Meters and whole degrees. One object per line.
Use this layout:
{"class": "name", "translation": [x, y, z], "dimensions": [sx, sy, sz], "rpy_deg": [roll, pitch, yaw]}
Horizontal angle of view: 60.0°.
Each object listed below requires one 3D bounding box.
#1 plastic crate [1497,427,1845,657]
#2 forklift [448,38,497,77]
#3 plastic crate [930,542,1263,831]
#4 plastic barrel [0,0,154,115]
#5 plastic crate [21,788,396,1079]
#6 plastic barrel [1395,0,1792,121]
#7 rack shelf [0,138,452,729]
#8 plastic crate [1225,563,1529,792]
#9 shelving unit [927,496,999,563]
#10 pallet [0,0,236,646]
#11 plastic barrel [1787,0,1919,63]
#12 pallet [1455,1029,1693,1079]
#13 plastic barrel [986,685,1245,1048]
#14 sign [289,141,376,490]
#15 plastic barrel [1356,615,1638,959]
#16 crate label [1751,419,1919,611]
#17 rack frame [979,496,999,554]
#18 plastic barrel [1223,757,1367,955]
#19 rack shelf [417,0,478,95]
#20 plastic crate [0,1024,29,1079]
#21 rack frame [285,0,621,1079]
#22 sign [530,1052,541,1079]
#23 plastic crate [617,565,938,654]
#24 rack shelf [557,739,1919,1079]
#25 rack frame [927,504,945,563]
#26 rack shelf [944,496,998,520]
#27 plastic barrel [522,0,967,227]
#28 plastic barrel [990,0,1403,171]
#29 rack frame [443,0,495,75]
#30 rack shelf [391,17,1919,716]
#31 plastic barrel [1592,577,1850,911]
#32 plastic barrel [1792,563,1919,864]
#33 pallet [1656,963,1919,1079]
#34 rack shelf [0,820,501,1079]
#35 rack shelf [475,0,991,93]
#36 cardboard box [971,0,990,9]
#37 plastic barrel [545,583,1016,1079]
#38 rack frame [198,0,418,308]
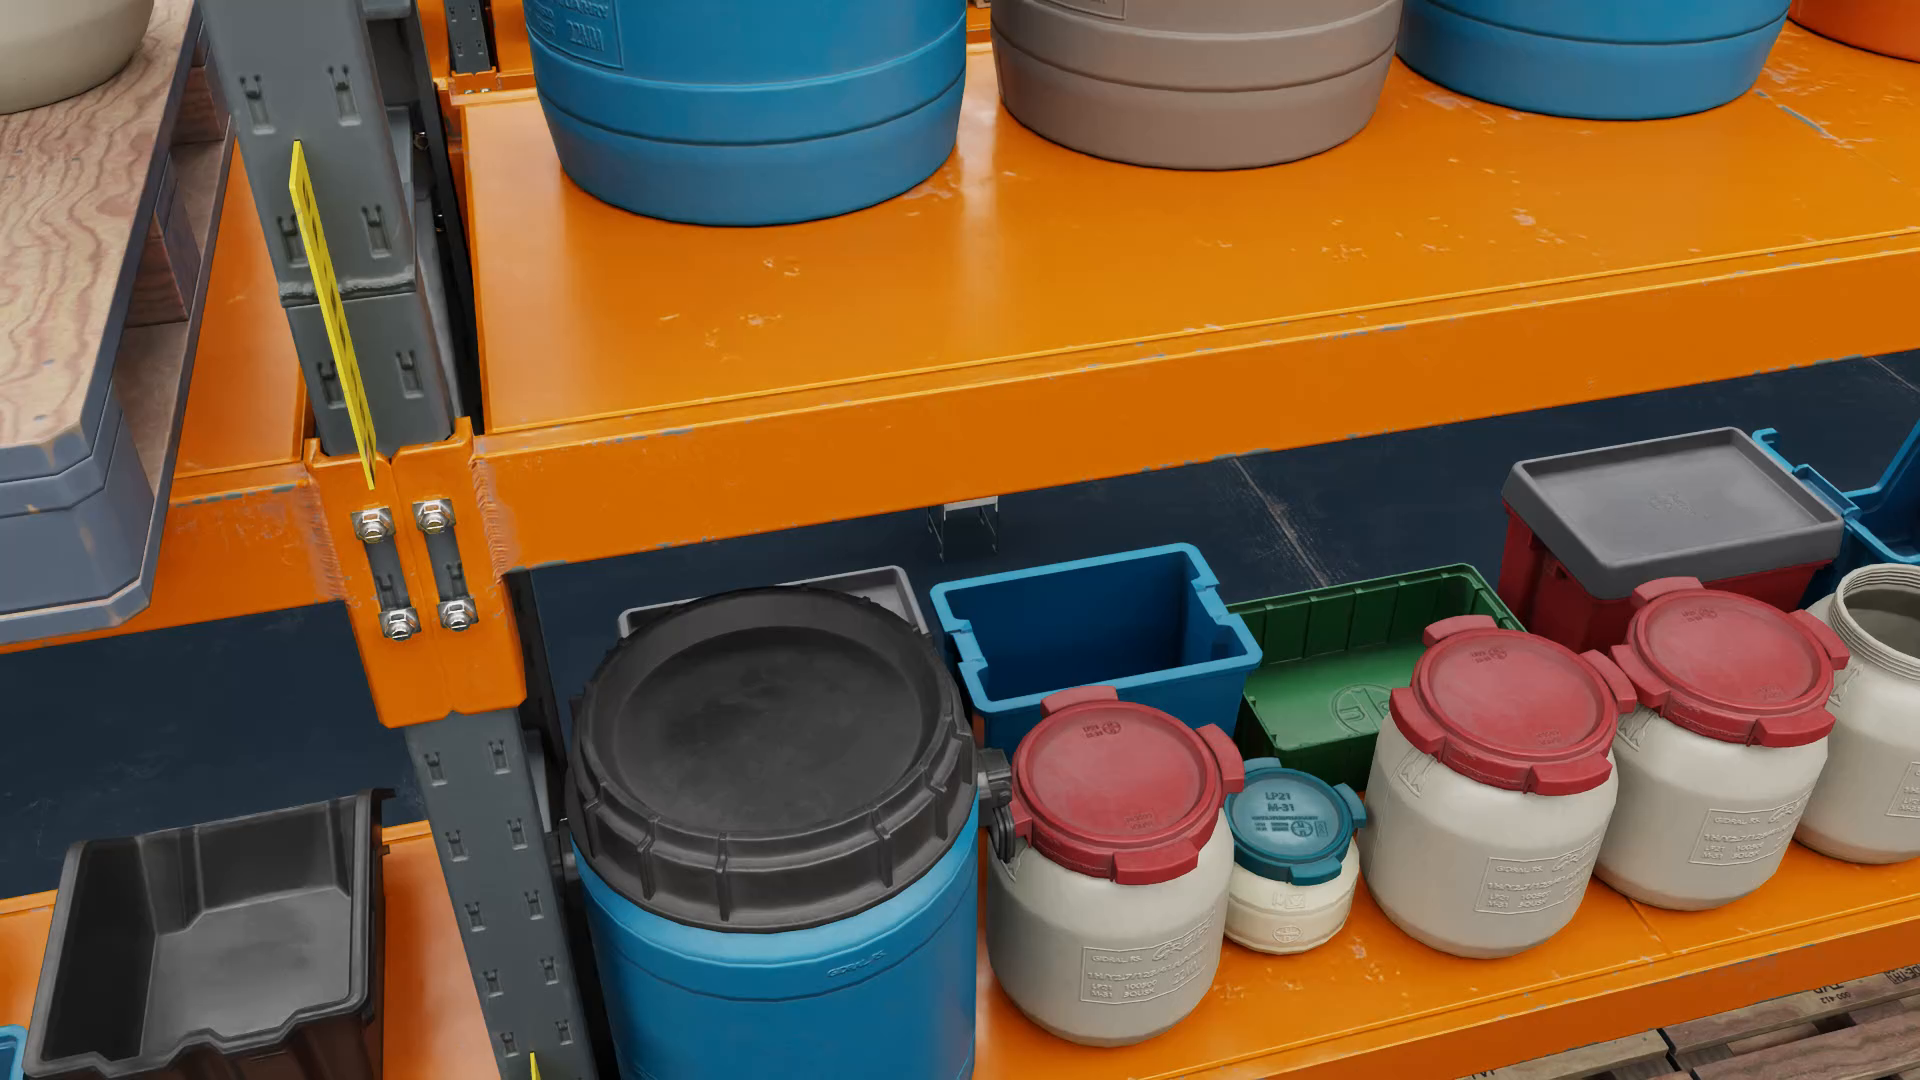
{"class": "plastic crate", "translation": [1.499, 0.082, 3.621], "dimensions": [0.583, 0.464, 0.402], "rpy_deg": [-9, 38, -12]}
{"class": "forklift", "translation": [-3.100, -3.543, 8.469], "dimensions": [3.031, 2.935, 1.130], "rpy_deg": [-10, 38, -12]}
{"class": "plastic crate", "translation": [0.261, 0.314, 3.384], "dimensions": [0.575, 0.384, 0.392], "rpy_deg": [-9, 38, -12]}
{"class": "plastic barrel", "translation": [-1.190, -0.785, 1.901], "dimensions": [0.421, 0.512, 0.421], "rpy_deg": [0, 37, 0]}
{"class": "plastic crate", "translation": [-1.262, 0.698, 2.920], "dimensions": [0.504, 0.338, 0.767], "rpy_deg": [-9, 38, -12]}
{"class": "plastic barrel", "translation": [0.974, -1.141, 2.391], "dimensions": [0.708, 0.901, 0.600], "rpy_deg": [-9, 38, -12]}
{"class": "rack shelf", "translation": [-2.654, 0.076, 1.805], "dimensions": [4.000, 0.370, 1.077], "rpy_deg": [-9, 38, -12]}
{"class": "plastic crate", "translation": [0.884, 0.307, 3.554], "dimensions": [0.662, 0.188, 0.450], "rpy_deg": [-9, 38, -12]}
{"class": "shelving unit", "translation": [0.008, -0.359, 5.978], "dimensions": [0.210, 0.900, 0.258], "rpy_deg": [-9, 38, -12]}
{"class": "pallet", "translation": [-1.394, -0.280, 1.834], "dimensions": [1.003, 0.211, 1.213], "rpy_deg": [-9, 38, -12]}
{"class": "plastic barrel", "translation": [1.658, -1.225, 2.560], "dimensions": [0.708, 0.830, 0.600], "rpy_deg": [-9, 38, -12]}
{"class": "pallet", "translation": [1.205, 1.430, 4.207], "dimensions": [1.213, 0.211, 1.003], "rpy_deg": [-9, 38, -12]}
{"class": "plastic barrel", "translation": [0.258, 0.588, 2.901], "dimensions": [0.433, 0.535, 0.433], "rpy_deg": [0, 37, 0]}
{"class": "sign", "translation": [-0.591, -0.206, 1.574], "dimensions": [0.005, 0.325, 0.100], "rpy_deg": [-9, 38, -12]}
{"class": "plastic barrel", "translation": [0.966, 0.472, 3.053], "dimensions": [0.433, 0.535, 0.433], "rpy_deg": [0, 37, 0]}
{"class": "crate label", "translation": [2.109, 0.016, 3.732], "dimensions": [0.616, 0.435, 0.502], "rpy_deg": [-9, 38, -12]}
{"class": "rack frame", "translation": [0.106, -0.375, 5.999], "dimensions": [0.006, 0.900, 0.240], "rpy_deg": [-9, 38, -12]}
{"class": "plastic barrel", "translation": [0.595, 0.600, 3.111], "dimensions": [0.301, 0.262, 0.301], "rpy_deg": [0, 37, 0]}
{"class": "rack shelf", "translation": [-3.942, -1.639, 6.516], "dimensions": [4.000, 0.370, 1.077], "rpy_deg": [-9, 38, -12]}
{"class": "plastic crate", "translation": [-1.721, 1.058, 2.520], "dimensions": [0.616, 0.251, 0.499], "rpy_deg": [-9, 38, -12]}
{"class": "rack frame", "translation": [-0.723, 0.665, 2.912], "dimensions": [0.127, 3.000, 1.000], "rpy_deg": [-9, 38, -12]}
{"class": "sign", "translation": [-0.591, 0.879, 2.404], "dimensions": [0.005, 0.325, 0.100], "rpy_deg": [-9, 38, -12]}
{"class": "plastic crate", "translation": [-0.336, 0.383, 3.228], "dimensions": [0.583, 0.464, 0.402], "rpy_deg": [-9, 38, -12]}
{"class": "rack shelf", "translation": [1.208, 0.634, 3.545], "dimensions": [4.000, 0.370, 1.077], "rpy_deg": [-9, 38, -12]}
{"class": "rack frame", "translation": [-0.090, -0.343, 5.957], "dimensions": [0.006, 0.900, 0.240], "rpy_deg": [-9, 38, -12]}
{"class": "rack shelf", "translation": [0.008, -0.189, 6.108], "dimensions": [0.200, 0.077, 0.258], "rpy_deg": [-9, 38, -12]}
{"class": "plastic barrel", "translation": [-0.289, -0.934, 2.120], "dimensions": [0.708, 0.901, 0.600], "rpy_deg": [-9, 38, -12]}
{"class": "plastic barrel", "translation": [0.343, -1.037, 2.256], "dimensions": [0.600, 0.901, 0.600], "rpy_deg": [0, 37, 0]}
{"class": "rack frame", "translation": [-2.011, -2.241, 6.711], "dimensions": [0.127, 3.000, 1.000], "rpy_deg": [-9, 38, -12]}
{"class": "rack shelf", "translation": [1.208, -0.558, 2.634], "dimensions": [4.000, 0.370, 1.077], "rpy_deg": [-9, 38, -12]}
{"class": "plastic barrel", "translation": [1.384, 0.403, 3.143], "dimensions": [0.433, 0.535, 0.433], "rpy_deg": [0, 37, 0]}
{"class": "plastic barrel", "translation": [1.794, 0.342, 3.243], "dimensions": [0.421, 0.512, 0.421], "rpy_deg": [0, 37, 0]}
{"class": "pallet", "translation": [2.380, 1.238, 4.457], "dimensions": [1.213, 0.211, 1.003], "rpy_deg": [-9, 38, -12]}
{"class": "rack shelf", "translation": [-2.654, 1.267, 2.717], "dimensions": [4.000, 0.370, 1.077], "rpy_deg": [-9, 38, -12]}
{"class": "rack shelf", "translation": [-0.080, -2.273, 7.344], "dimensions": [4.000, 0.370, 1.077], "rpy_deg": [-9, 38, -12]}
{"class": "cardboard box", "translation": [0.235, -2.639, 7.149], "dimensions": [0.500, 0.500, 0.500], "rpy_deg": [-11, 39, -14]}
{"class": "plastic barrel", "translation": [-0.271, 0.582, 2.608], "dimensions": [0.708, 0.901, 0.600], "rpy_deg": [-9, 38, -12]}
{"class": "rack frame", "translation": [-0.723, -1.718, 1.090], "dimensions": [0.127, 3.000, 1.000], "rpy_deg": [-9, 38, -12]}
